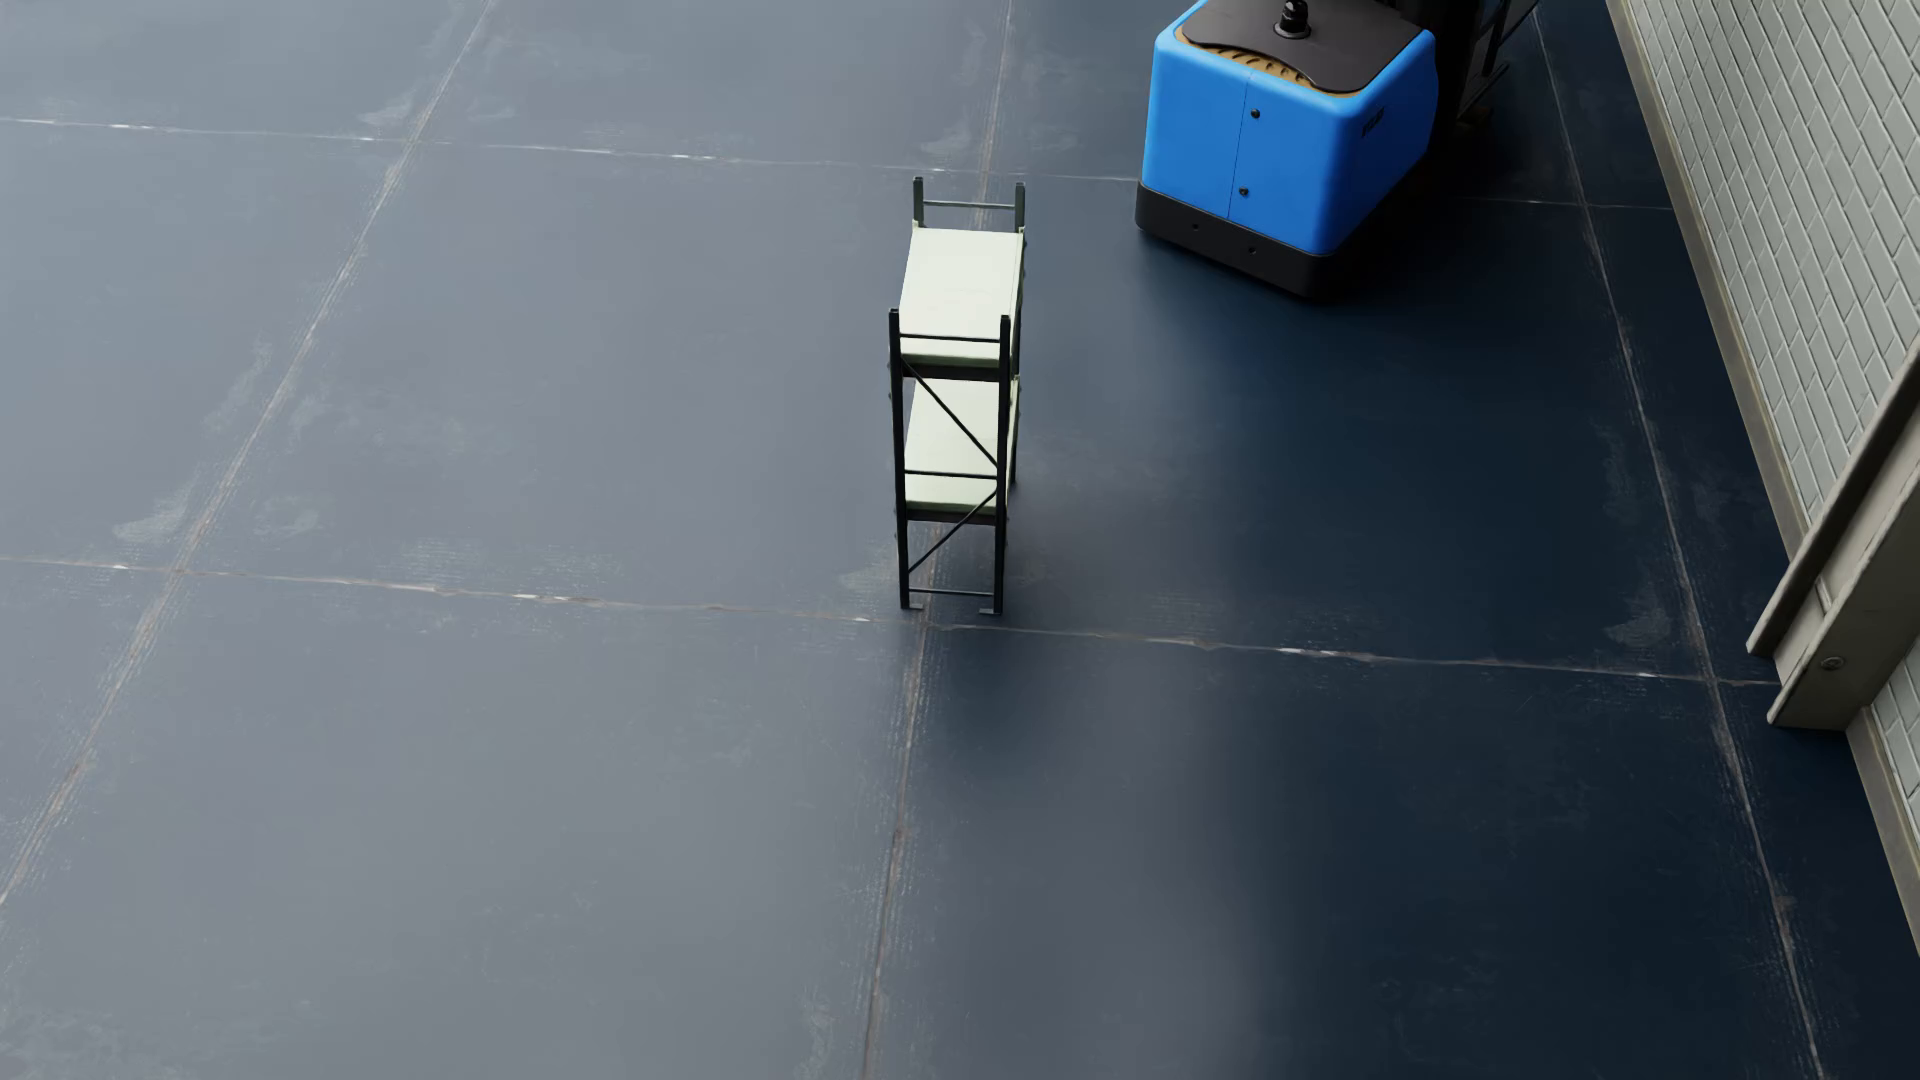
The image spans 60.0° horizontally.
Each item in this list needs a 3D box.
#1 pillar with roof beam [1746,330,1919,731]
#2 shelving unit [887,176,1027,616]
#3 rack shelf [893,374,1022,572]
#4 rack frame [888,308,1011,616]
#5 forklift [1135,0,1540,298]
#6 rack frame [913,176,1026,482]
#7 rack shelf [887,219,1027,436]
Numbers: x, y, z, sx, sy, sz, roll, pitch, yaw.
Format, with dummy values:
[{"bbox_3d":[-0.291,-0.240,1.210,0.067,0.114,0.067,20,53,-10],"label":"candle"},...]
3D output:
[{"bbox_3d":[-1.121,-2.777,3.217,9.100,9.000,0.400,4,48,4],"label":"pillar with roof beam"},{"bbox_3d":[-0.001,-0.501,6.218,0.431,1.500,0.755,4,48,4],"label":"shelving unit"},{"bbox_3d":[-0.001,-0.281,6.459,0.431,0.370,0.720,4,48,4],"label":"rack shelf"},{"bbox_3d":[-0.034,-0.232,5.972,0.400,1.500,0.023,4,48,4],"label":"rack frame"},{"bbox_3d":[2.119,-3.164,7.684,1.130,2.935,3.031,28,53,23],"label":"forklift"},{"bbox_3d":[0.033,-0.770,6.464,0.400,1.500,0.023,4,48,4],"label":"rack frame"},{"bbox_3d":[-0.001,-0.765,5.930,0.431,0.370,0.720,4,48,4],"label":"rack shelf"}]
